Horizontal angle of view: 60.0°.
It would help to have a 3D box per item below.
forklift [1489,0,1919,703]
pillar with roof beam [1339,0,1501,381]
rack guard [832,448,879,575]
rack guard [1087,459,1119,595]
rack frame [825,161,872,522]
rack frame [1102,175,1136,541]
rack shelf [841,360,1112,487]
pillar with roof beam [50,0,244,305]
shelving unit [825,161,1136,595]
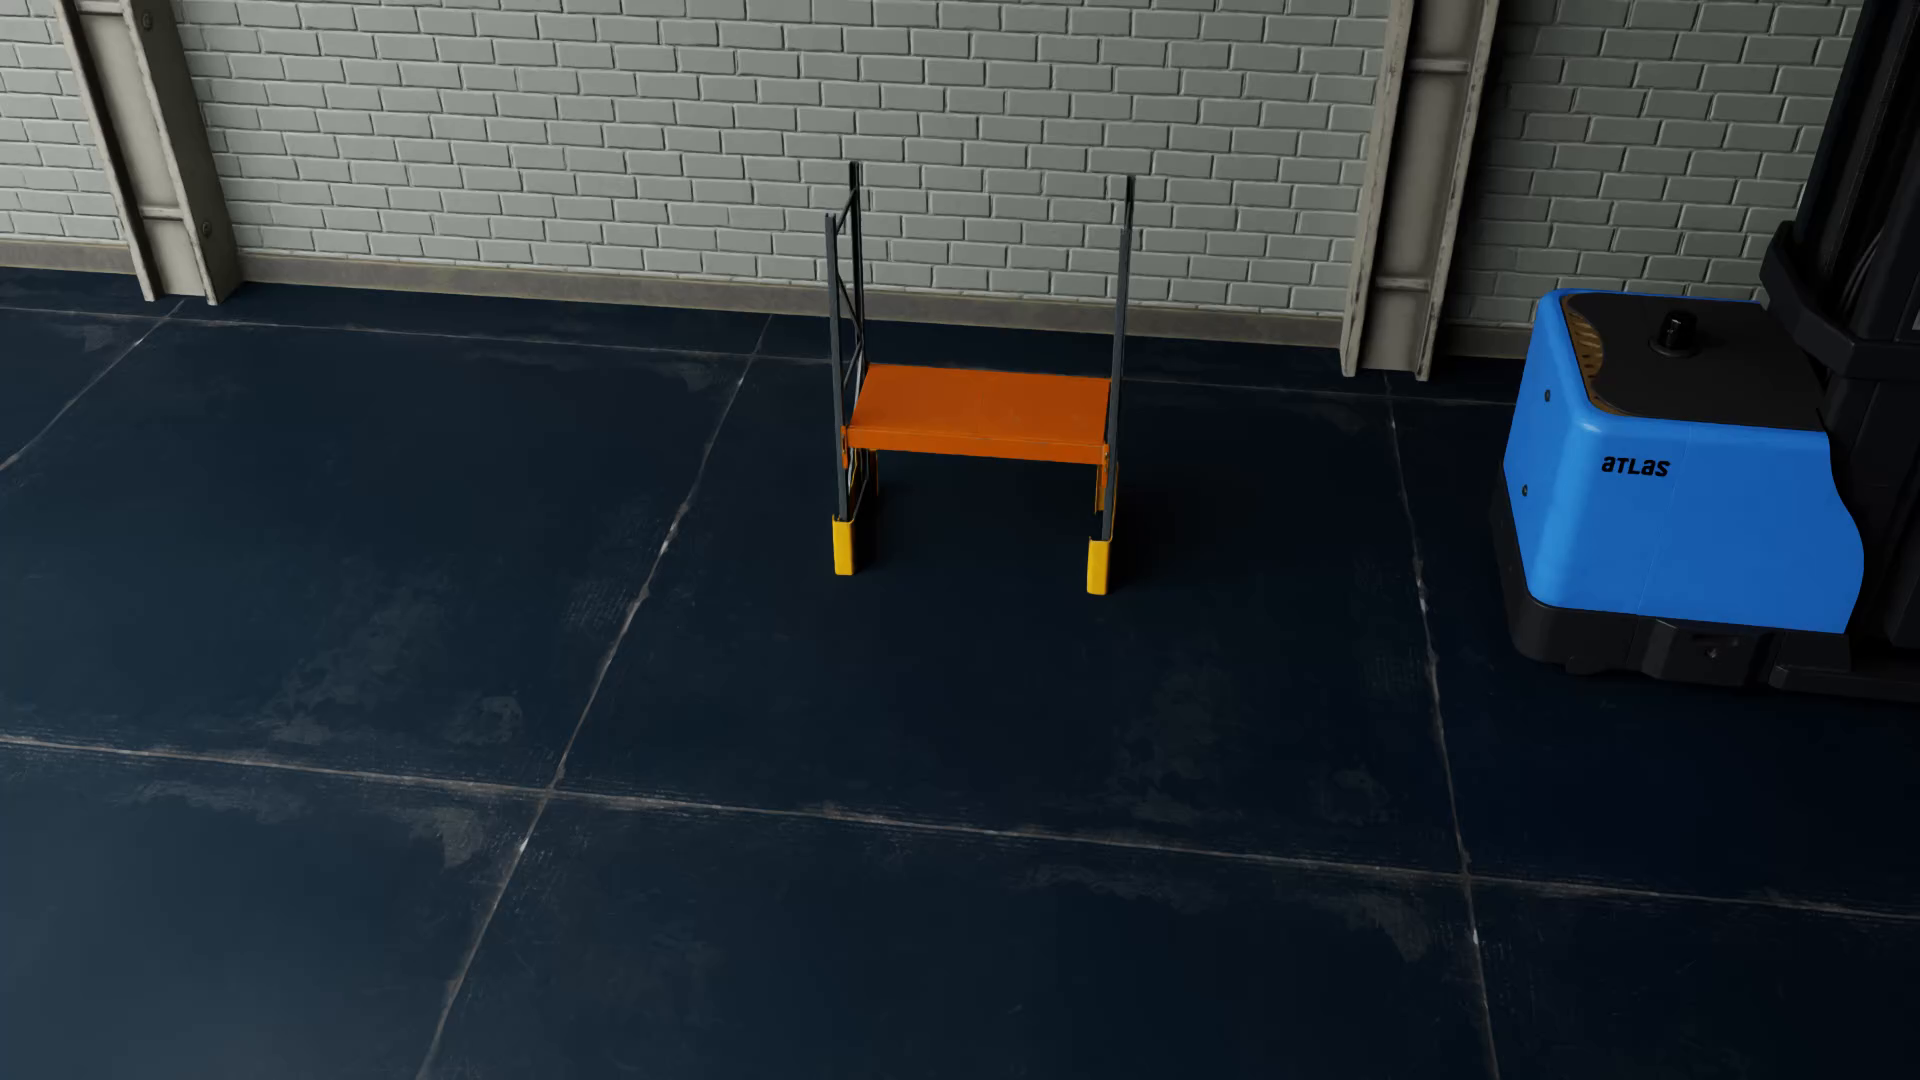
[{"bbox_3d":[3.587,-0.866,5.441,3.031,2.935,1.130,5,36,7],"label":"forklift"},{"bbox_3d":[1.472,-2.029,1.846,0.400,9.000,9.100,4,36,6],"label":"pillar with roof beam"},{"bbox_3d":[-0.418,-0.133,6.721,0.087,0.250,0.587,4,36,6],"label":"rack guard"},{"bbox_3d":[0.570,-0.059,6.618,0.087,0.250,0.587,4,36,6],"label":"rack guard"},{"bbox_3d":[-0.420,-0.642,6.358,0.032,1.500,0.500,4,36,6],"label":"rack frame"},{"bbox_3d":[0.589,-0.567,6.253,0.032,1.500,0.500,4,36,6],"label":"rack frame"},{"bbox_3d":[0.085,-0.458,6.410,1.000,0.185,0.538,4,36,6],"label":"rack shelf"},{"bbox_3d":[-4.479,-2.473,2.468,0.400,9.000,9.100,4,36,6],"label":"pillar with roof beam"},{"bbox_3d":[0.076,-0.605,6.306,1.083,1.500,0.587,4,36,6],"label":"shelving unit"}]
